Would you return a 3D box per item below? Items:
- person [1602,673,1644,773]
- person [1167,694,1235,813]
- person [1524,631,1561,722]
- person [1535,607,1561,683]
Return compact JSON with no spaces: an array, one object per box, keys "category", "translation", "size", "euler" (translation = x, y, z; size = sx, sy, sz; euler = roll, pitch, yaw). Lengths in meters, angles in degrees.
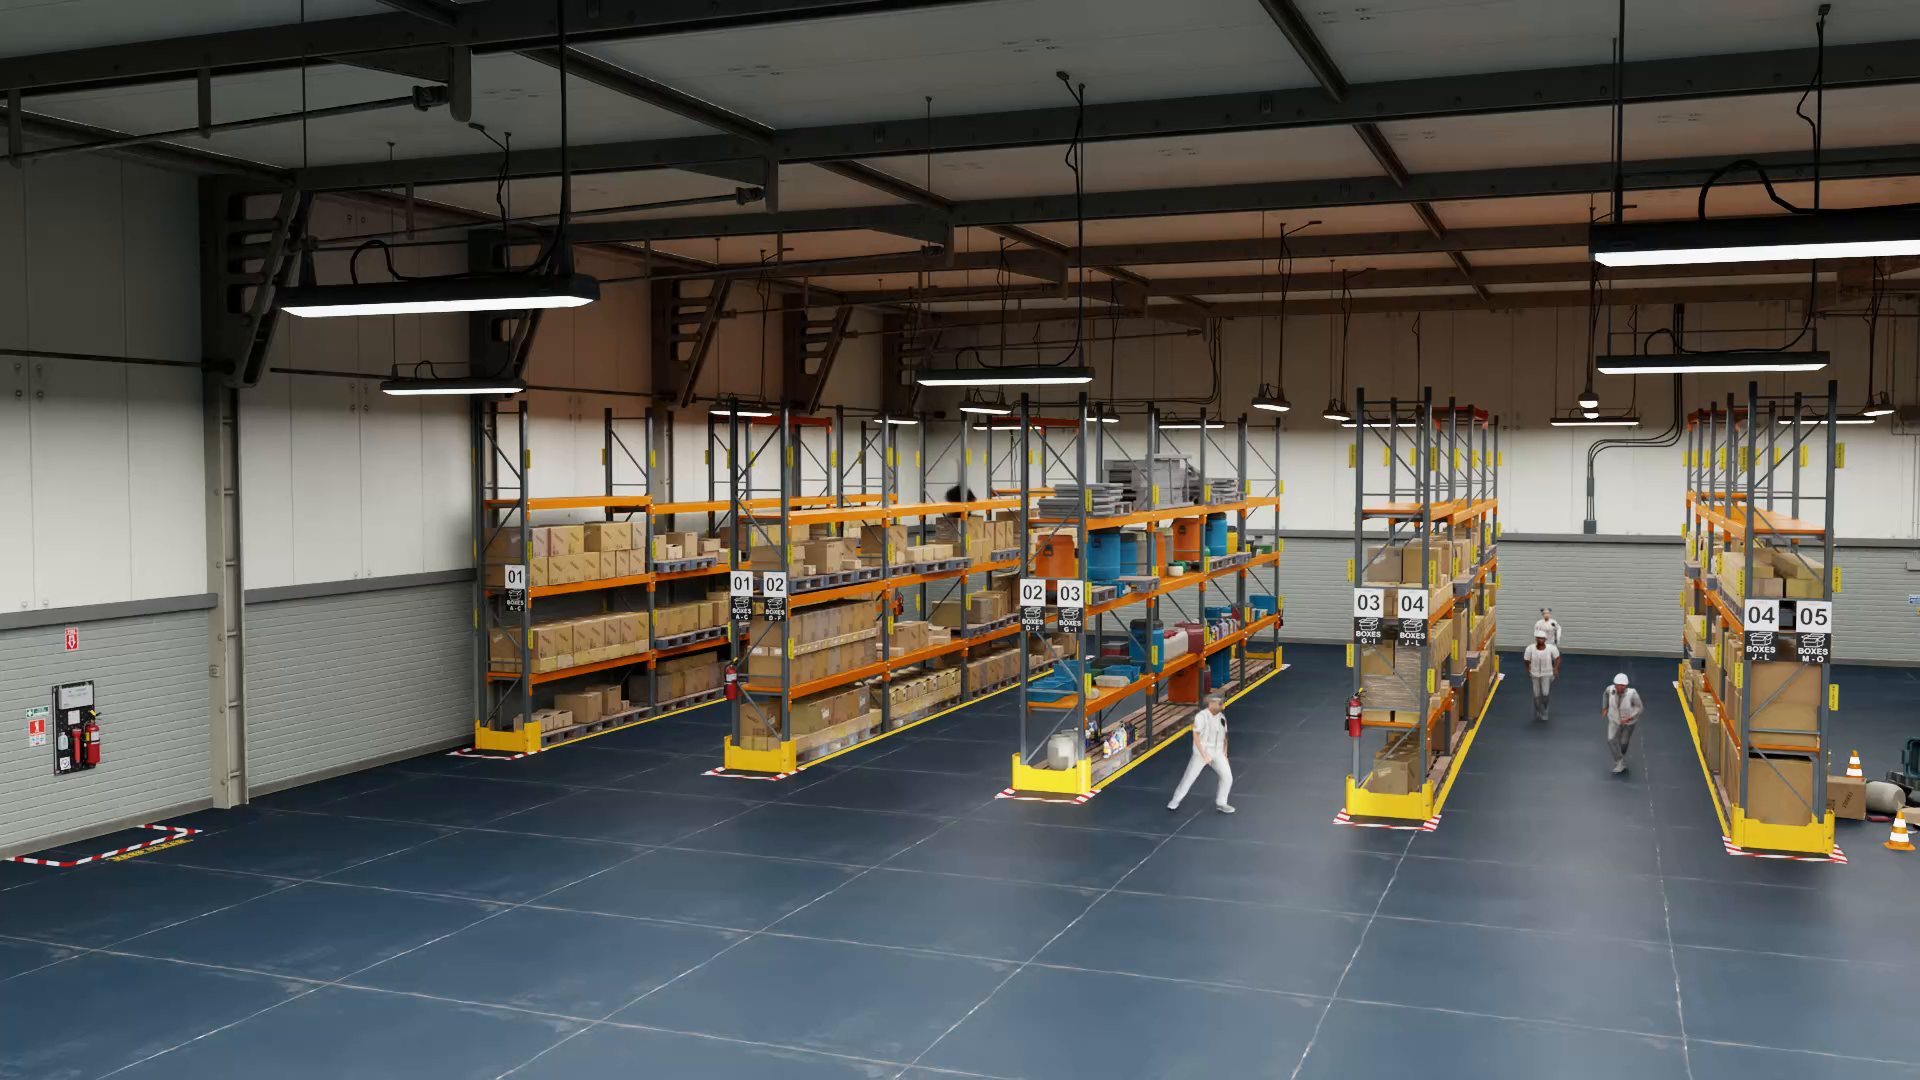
[{"category":"person","translation":[10.672,2.900,26.739],"size":[0.647,1.603,1.131],"euler":[2,3,29]},{"category":"person","translation":[3.413,3.011,23.626],"size":[0.845,1.687,0.739],"euler":[-1,3,-24]},{"category":"person","translation":[11.105,2.595,31.756],"size":[0.651,1.745,0.767],"euler":[1,3,24]},{"category":"person","translation":[13.221,2.355,37.396],"size":[0.573,1.700,0.661],"euler":[1,3,16]}]
